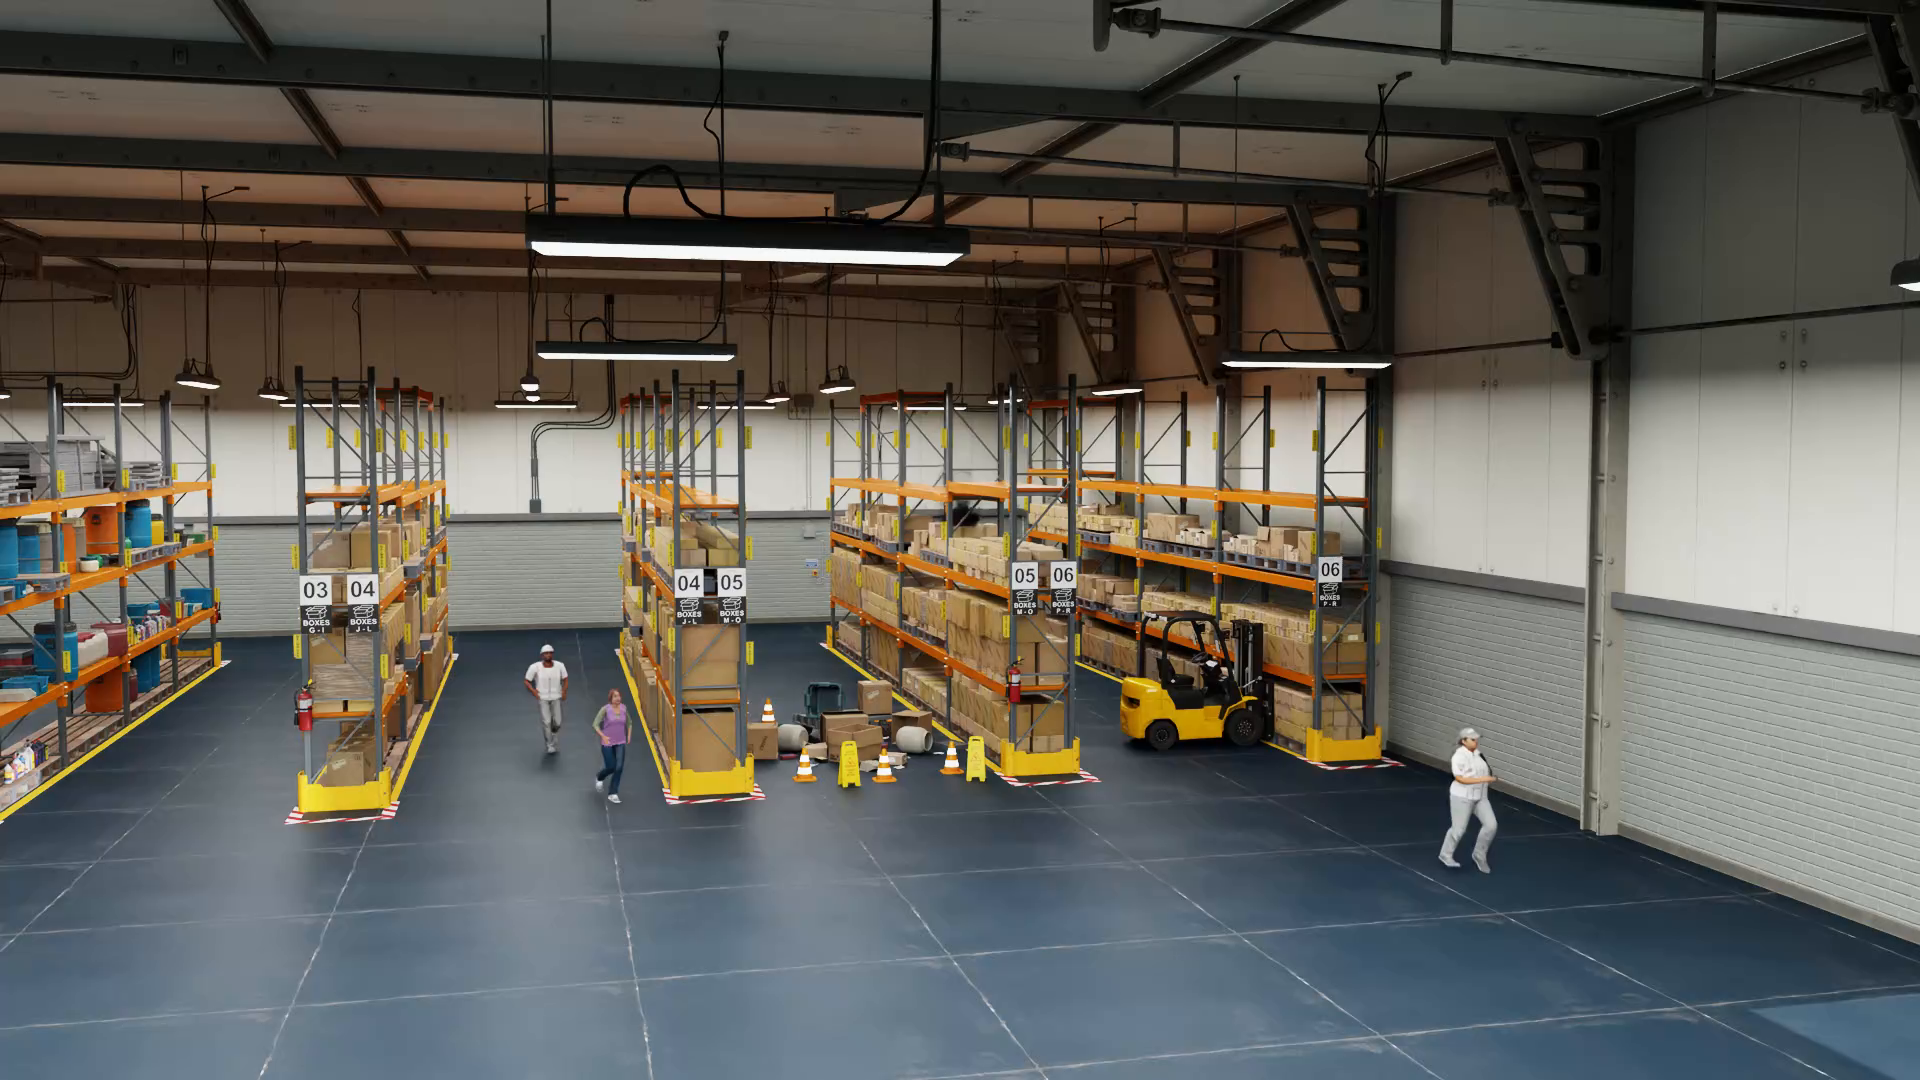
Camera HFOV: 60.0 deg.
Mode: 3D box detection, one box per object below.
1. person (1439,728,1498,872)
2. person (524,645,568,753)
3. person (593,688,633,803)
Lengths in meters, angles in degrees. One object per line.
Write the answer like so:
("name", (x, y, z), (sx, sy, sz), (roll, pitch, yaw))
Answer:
("person", (5.922, 3.035, 19.301), (0.596, 1.727, 0.705), (-2, 4, -35))
("person", (-6.640, 2.539, 26.726), (0.709, 1.730, 0.590), (-2, 4, -24))
("person", (-4.854, 2.850, 23.231), (0.576, 1.582, 0.543), (-2, 4, -34))
